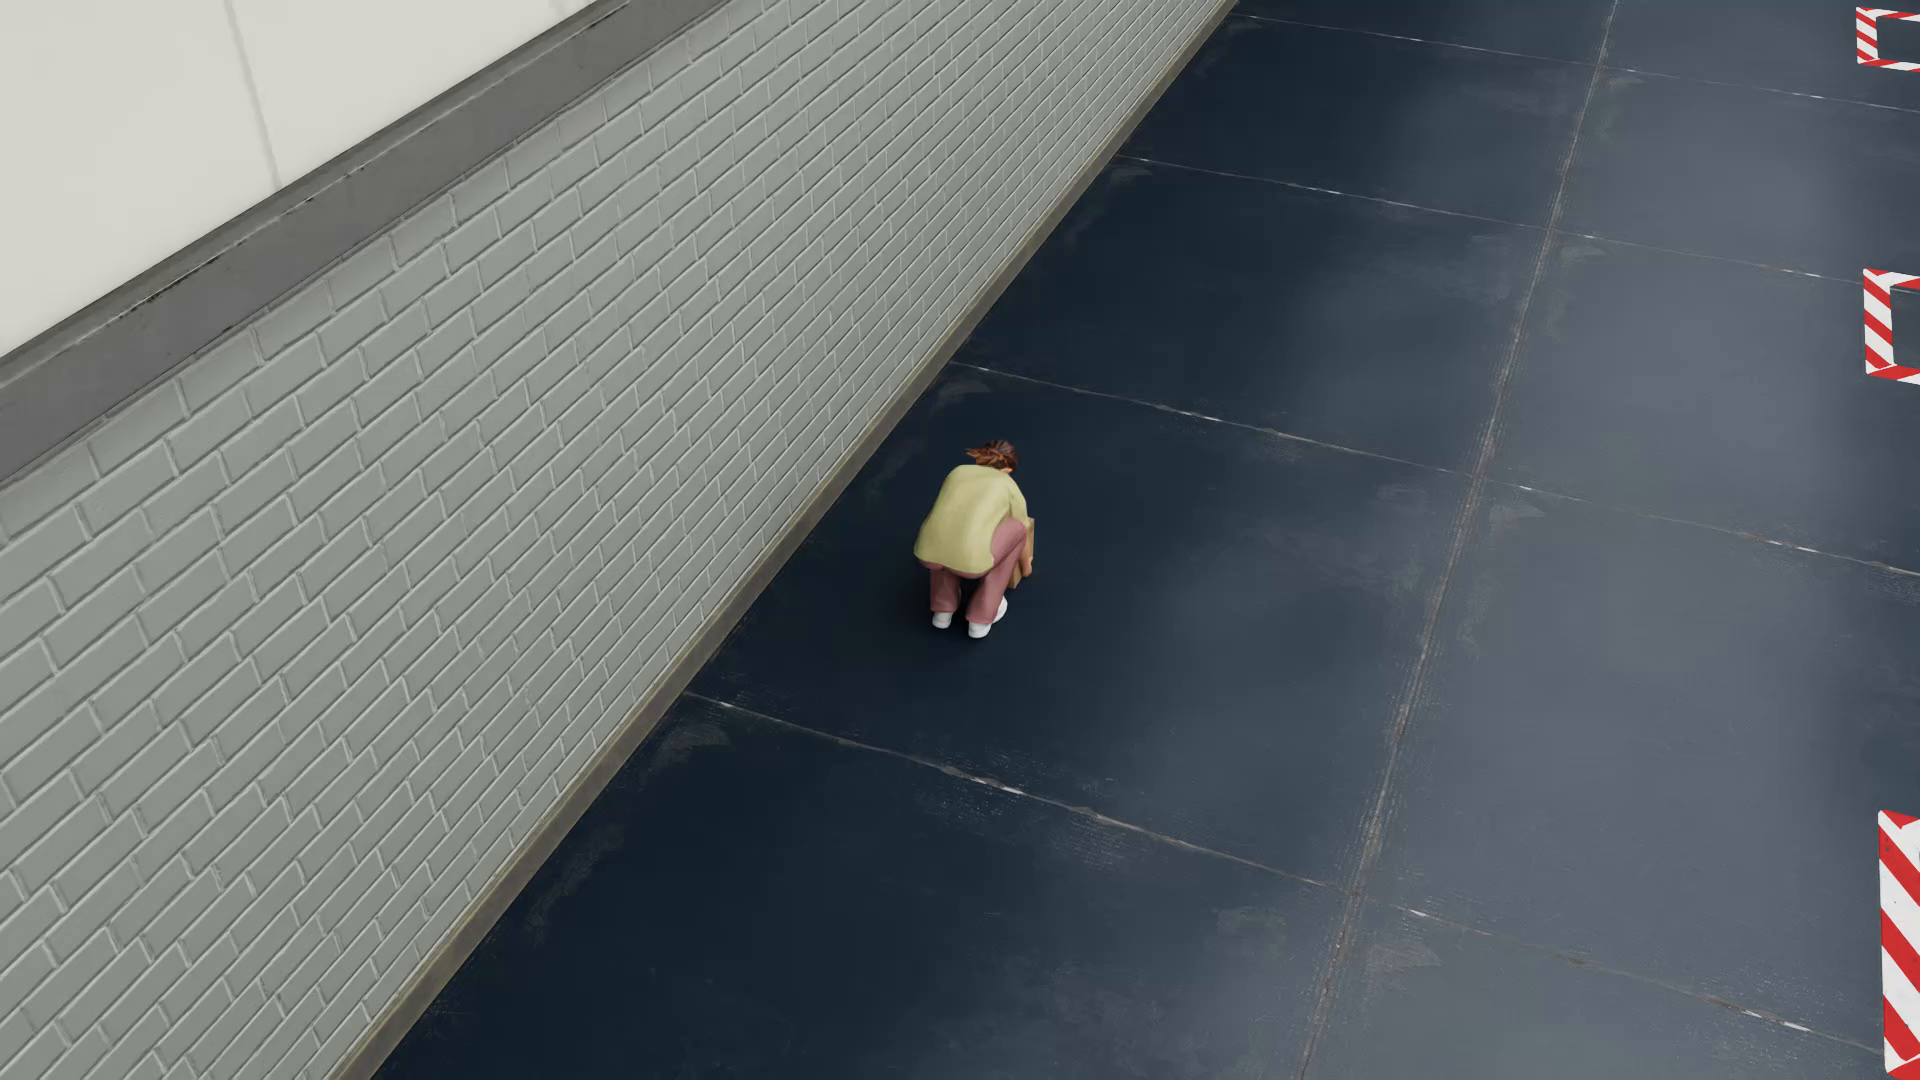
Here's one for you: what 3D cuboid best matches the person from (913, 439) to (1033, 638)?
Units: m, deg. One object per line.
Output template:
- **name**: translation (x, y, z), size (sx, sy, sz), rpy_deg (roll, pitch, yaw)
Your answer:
- **person**: translation (0.070, 0.003, 7.591), size (0.440, 0.759, 0.866), rpy_deg (13, 40, 16)
